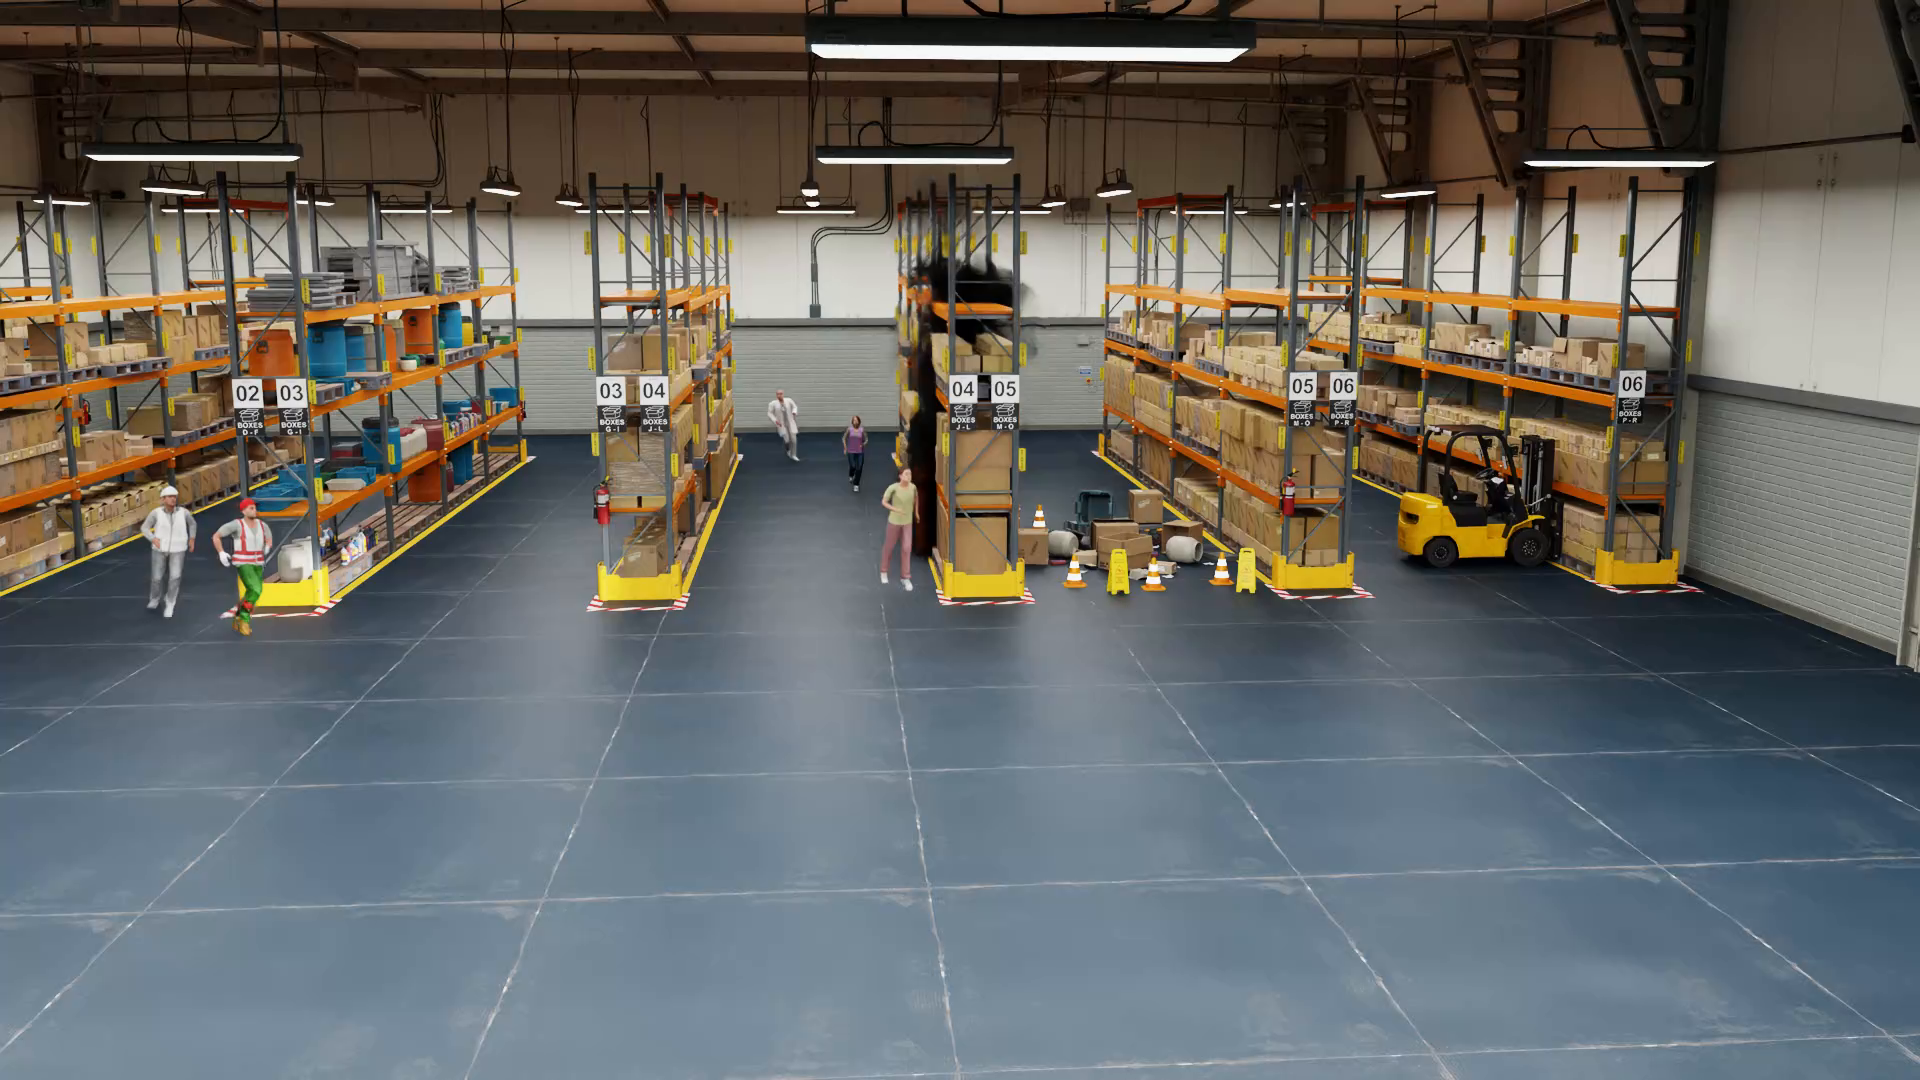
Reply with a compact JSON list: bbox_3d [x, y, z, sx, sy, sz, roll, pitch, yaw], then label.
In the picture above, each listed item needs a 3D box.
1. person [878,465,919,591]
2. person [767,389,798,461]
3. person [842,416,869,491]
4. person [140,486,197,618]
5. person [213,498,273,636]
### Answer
[{"bbox_3d":[-0.806,-0.201,23.372,0.622,1.715,0.801,-5,11,-25],"label":"person"},{"bbox_3d":[-4.143,-2.707,39.214,0.720,1.697,0.611,-4,11,-24],"label":"person"},{"bbox_3d":[-2.155,-1.785,34.399,0.536,1.547,0.535,-1,10,-7],"label":"person"},{"bbox_3d":[-10.864,0.153,22.877,0.727,1.795,0.695,-5,11,-26],"label":"person"},{"bbox_3d":[-9.269,0.336,21.726,0.627,1.763,0.684,5,11,25],"label":"person"}]
